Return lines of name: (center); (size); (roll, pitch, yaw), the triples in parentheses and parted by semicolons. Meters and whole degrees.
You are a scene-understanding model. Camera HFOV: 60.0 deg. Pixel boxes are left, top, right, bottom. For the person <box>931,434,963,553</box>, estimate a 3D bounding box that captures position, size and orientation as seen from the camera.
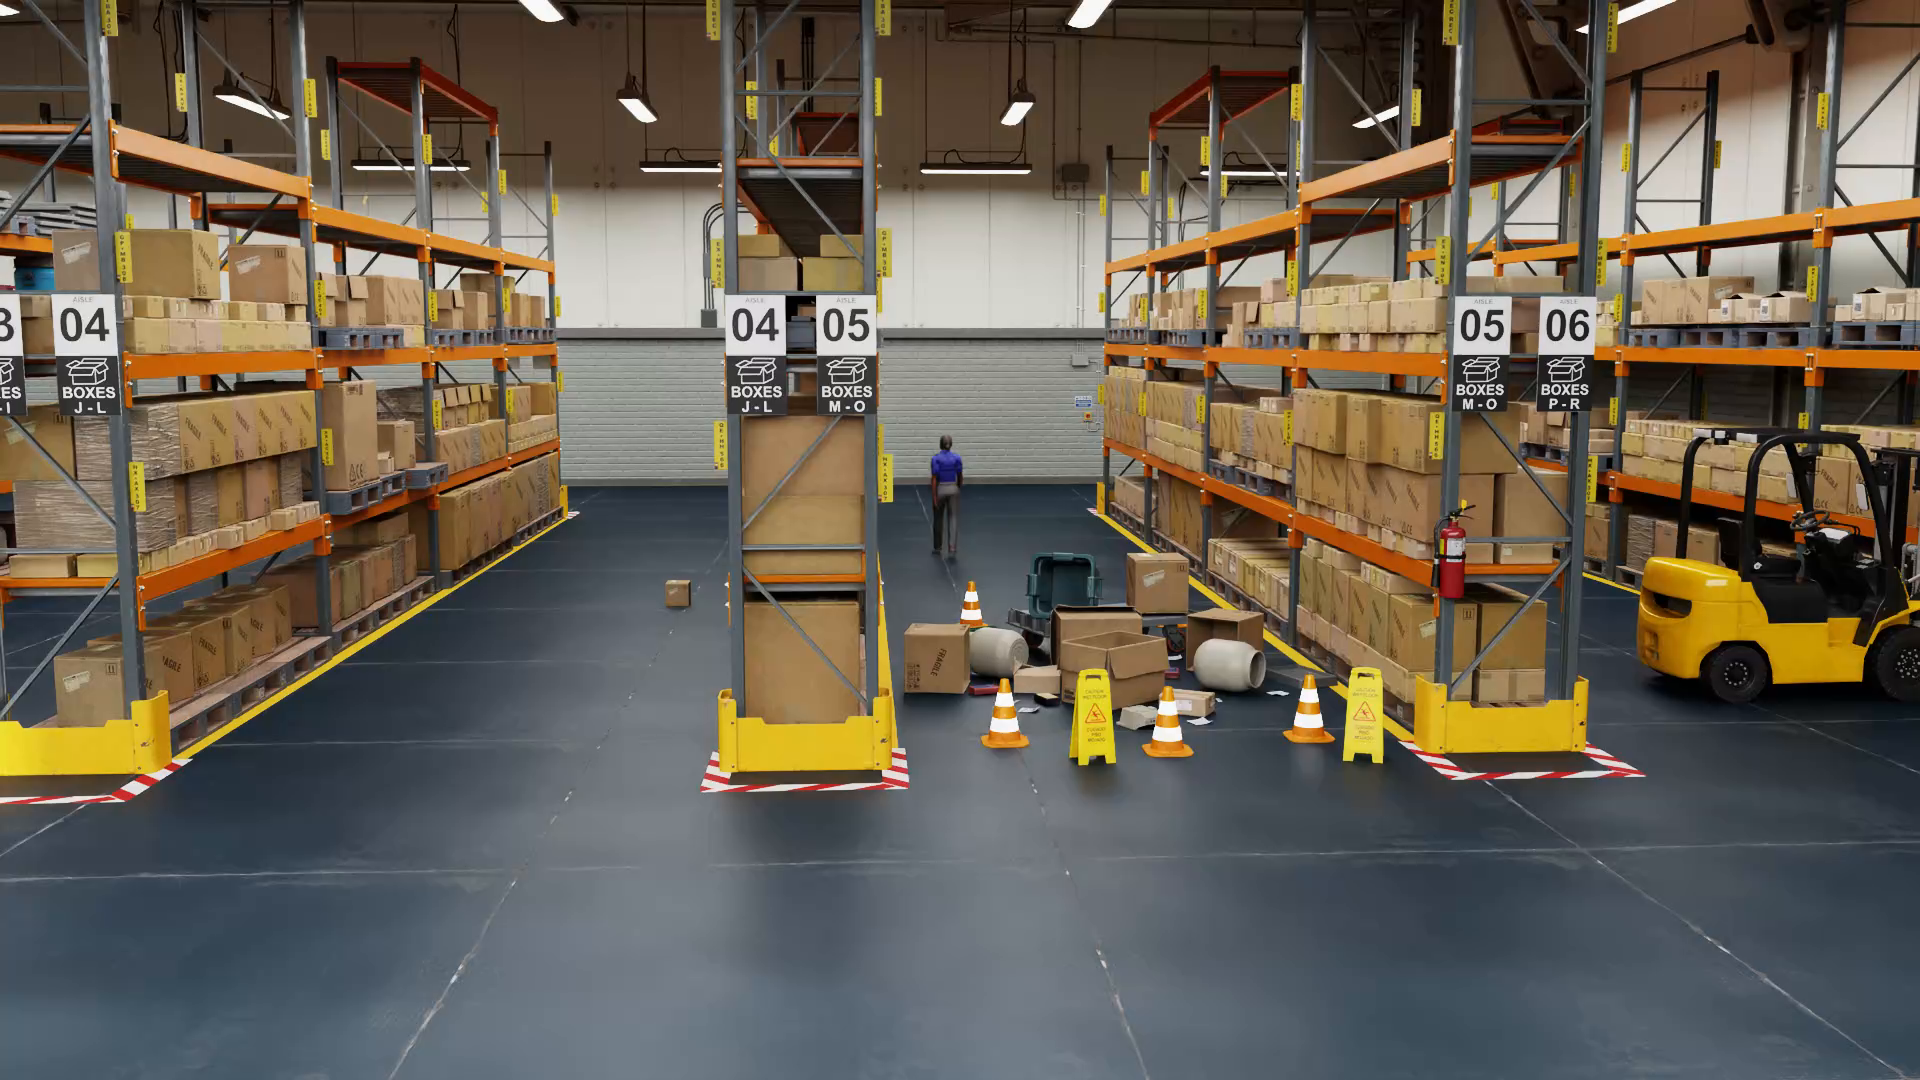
person: (-0.179, -0.630, 22.413); (0.438, 1.599, 0.994); (0, 7, -2)
